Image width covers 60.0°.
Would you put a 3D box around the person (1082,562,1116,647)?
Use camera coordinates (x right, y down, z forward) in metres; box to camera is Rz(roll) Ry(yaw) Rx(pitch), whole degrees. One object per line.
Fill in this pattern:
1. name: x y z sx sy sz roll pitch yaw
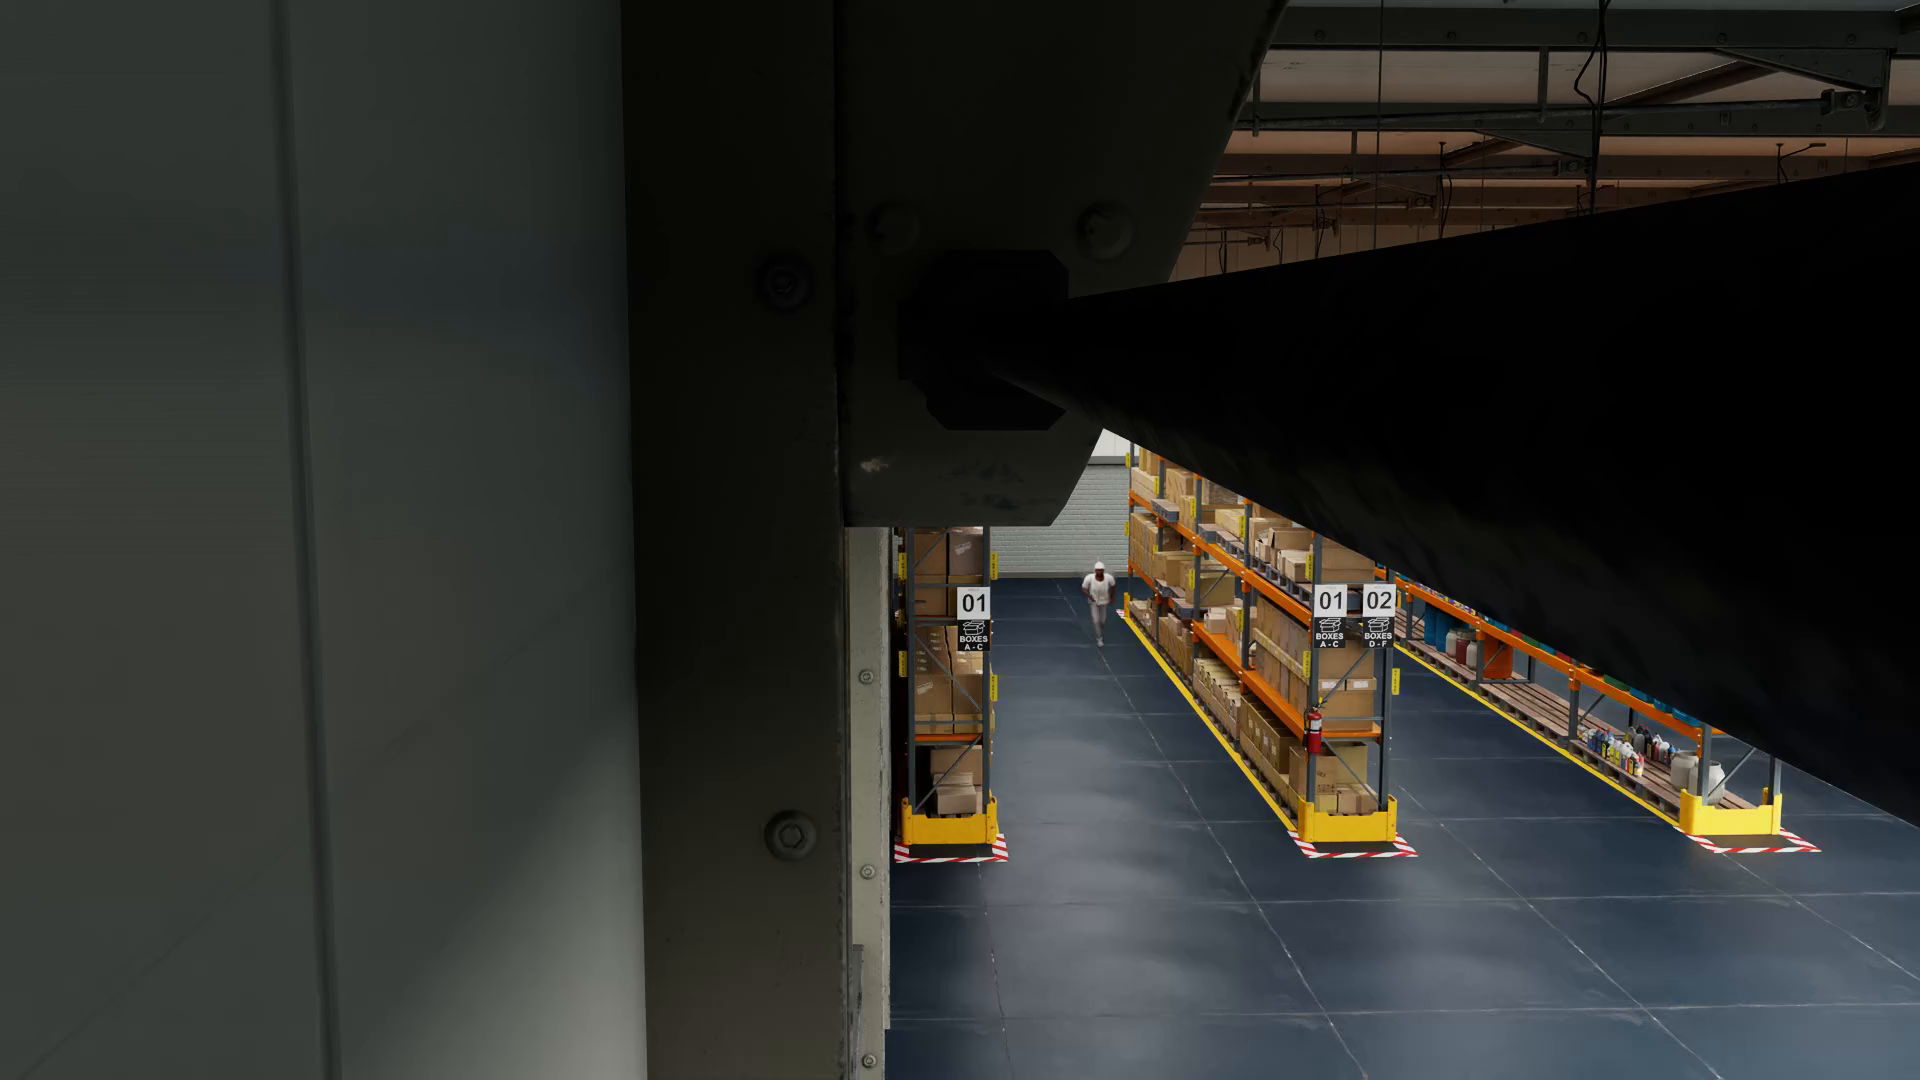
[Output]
1. person: 2.762 1.260 33.111 0.686 1.703 0.752 0 7 3
